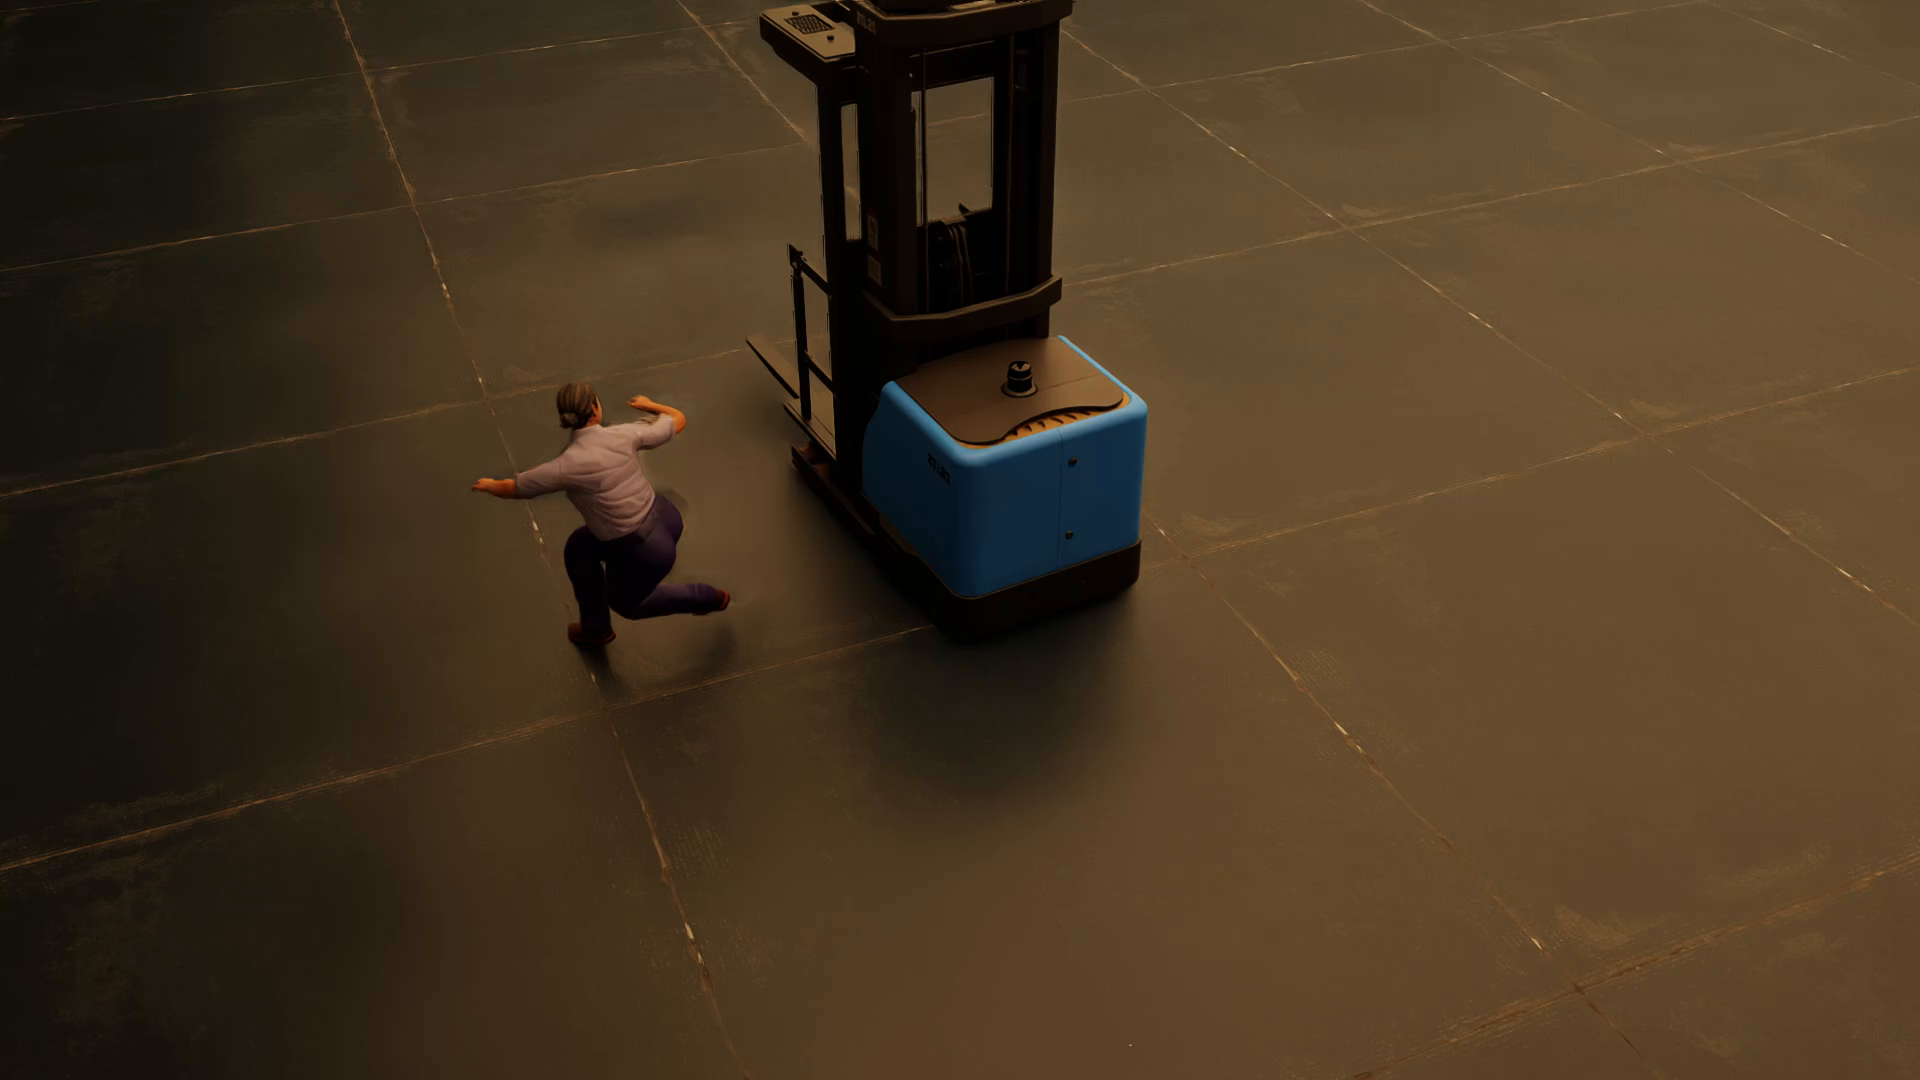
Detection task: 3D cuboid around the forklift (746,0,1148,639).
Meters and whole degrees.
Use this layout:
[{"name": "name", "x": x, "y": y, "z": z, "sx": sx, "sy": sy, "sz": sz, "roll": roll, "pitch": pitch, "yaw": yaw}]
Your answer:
[{"name": "forklift", "x": -0.262, "y": -1.561, "z": 8.294, "sx": 1.130, "sy": 2.935, "sz": 3.031, "roll": -18, "pitch": 39, "yaw": -23}]

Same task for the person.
[{"name": "person", "x": -1.634, "y": -0.153, "z": 7.607, "sx": 1.081, "sy": 1.417, "sz": 0.805, "roll": 8, "pitch": 36, "yaw": 12}]
